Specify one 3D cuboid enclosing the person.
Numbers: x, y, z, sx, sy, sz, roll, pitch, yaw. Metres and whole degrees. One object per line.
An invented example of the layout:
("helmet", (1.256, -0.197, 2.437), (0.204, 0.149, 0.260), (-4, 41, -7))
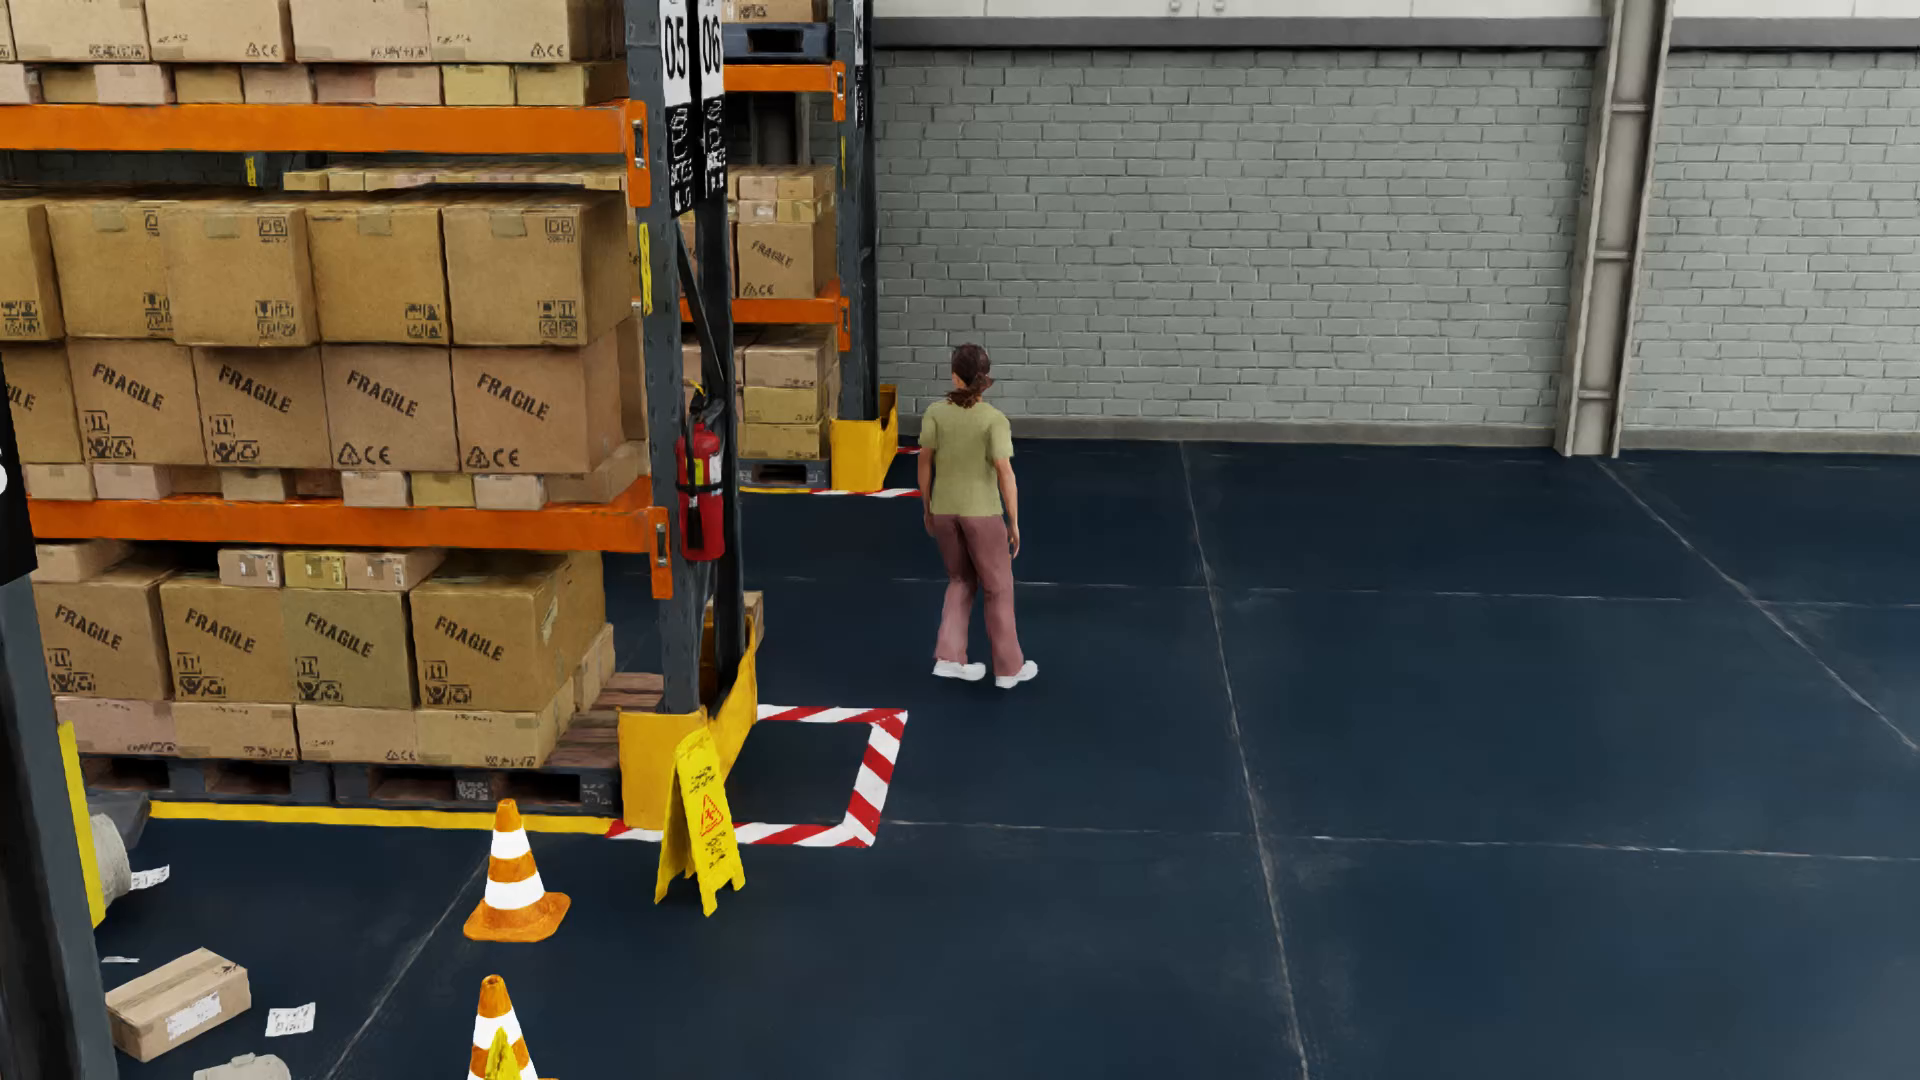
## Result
("person", (0.063, -0.099, 7.867), (0.535, 1.667, 0.525), (7, 19, 21))
